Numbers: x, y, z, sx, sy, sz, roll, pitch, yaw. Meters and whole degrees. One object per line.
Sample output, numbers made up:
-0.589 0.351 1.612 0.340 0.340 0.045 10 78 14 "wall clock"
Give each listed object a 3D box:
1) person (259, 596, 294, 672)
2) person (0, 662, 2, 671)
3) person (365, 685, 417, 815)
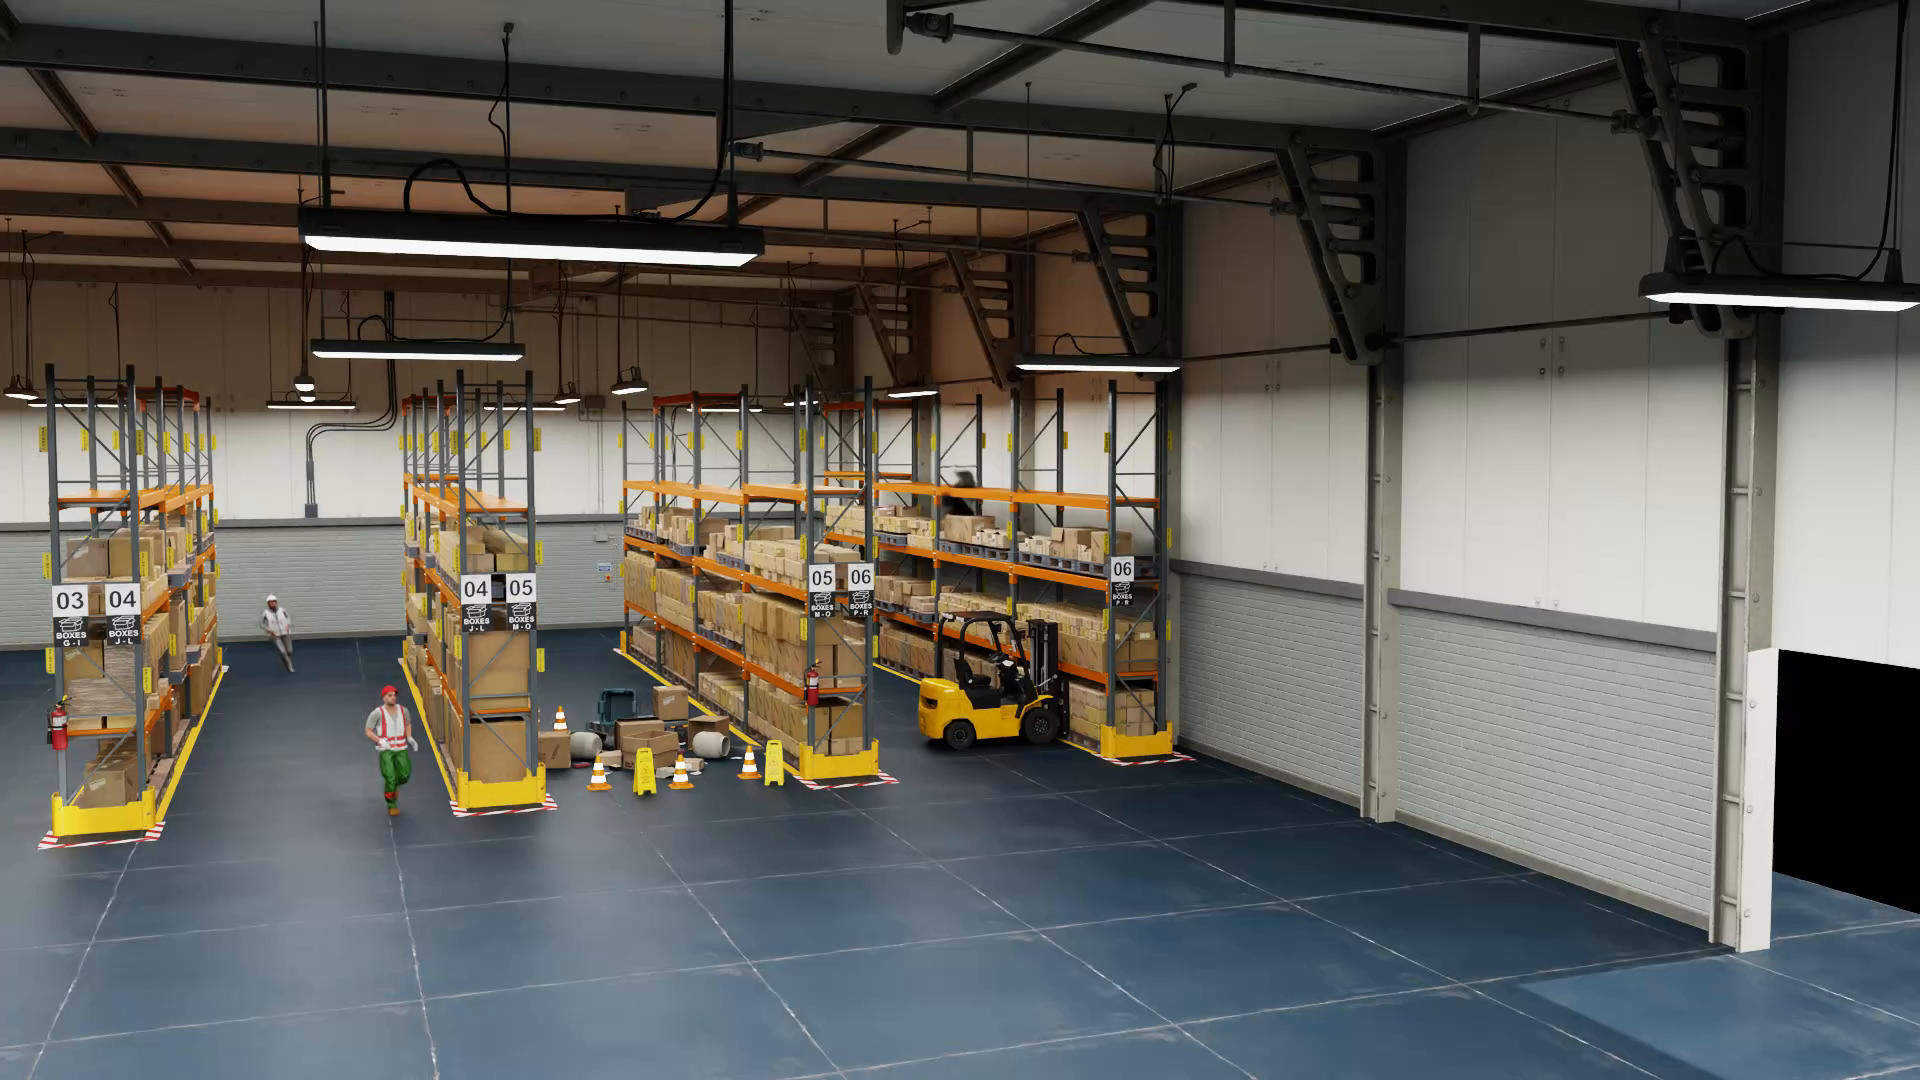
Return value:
-14.956 2.042 36.366 0.710 1.692 0.634 -3 4 -37 "person"
-16.412 2.494 27.815 0.672 1.851 0.835 -2 4 -34 "person"
-7.653 2.829 22.403 0.657 1.740 0.548 -3 4 -41 "person"
